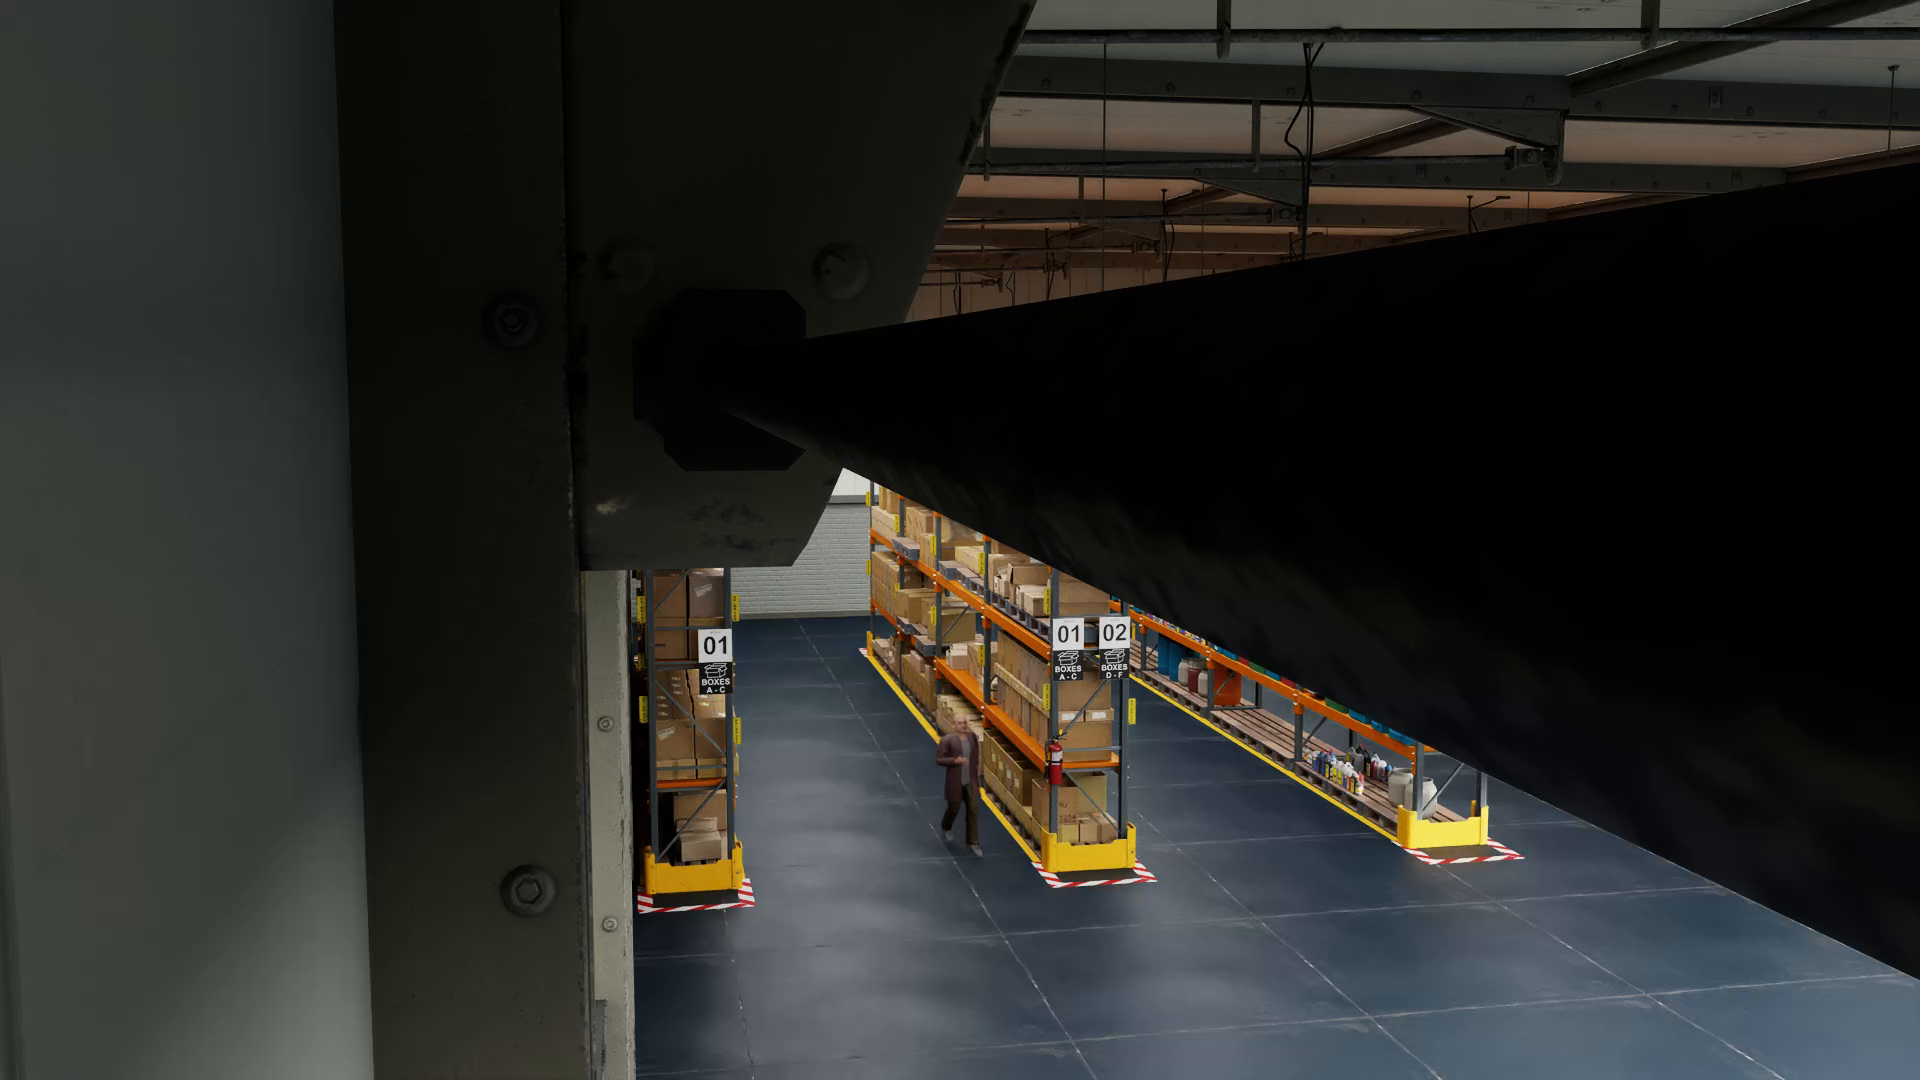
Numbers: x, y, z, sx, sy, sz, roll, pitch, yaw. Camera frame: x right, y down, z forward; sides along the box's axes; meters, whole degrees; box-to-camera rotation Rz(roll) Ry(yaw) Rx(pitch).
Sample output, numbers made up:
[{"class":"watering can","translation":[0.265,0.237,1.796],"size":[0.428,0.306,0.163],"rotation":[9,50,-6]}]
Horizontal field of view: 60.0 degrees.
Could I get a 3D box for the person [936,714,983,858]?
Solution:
[{"class":"person","translation":[0.013,3.154,21.660],"size":[0.708,1.785,1.000],"rotation":[-3,6,-23]}]
